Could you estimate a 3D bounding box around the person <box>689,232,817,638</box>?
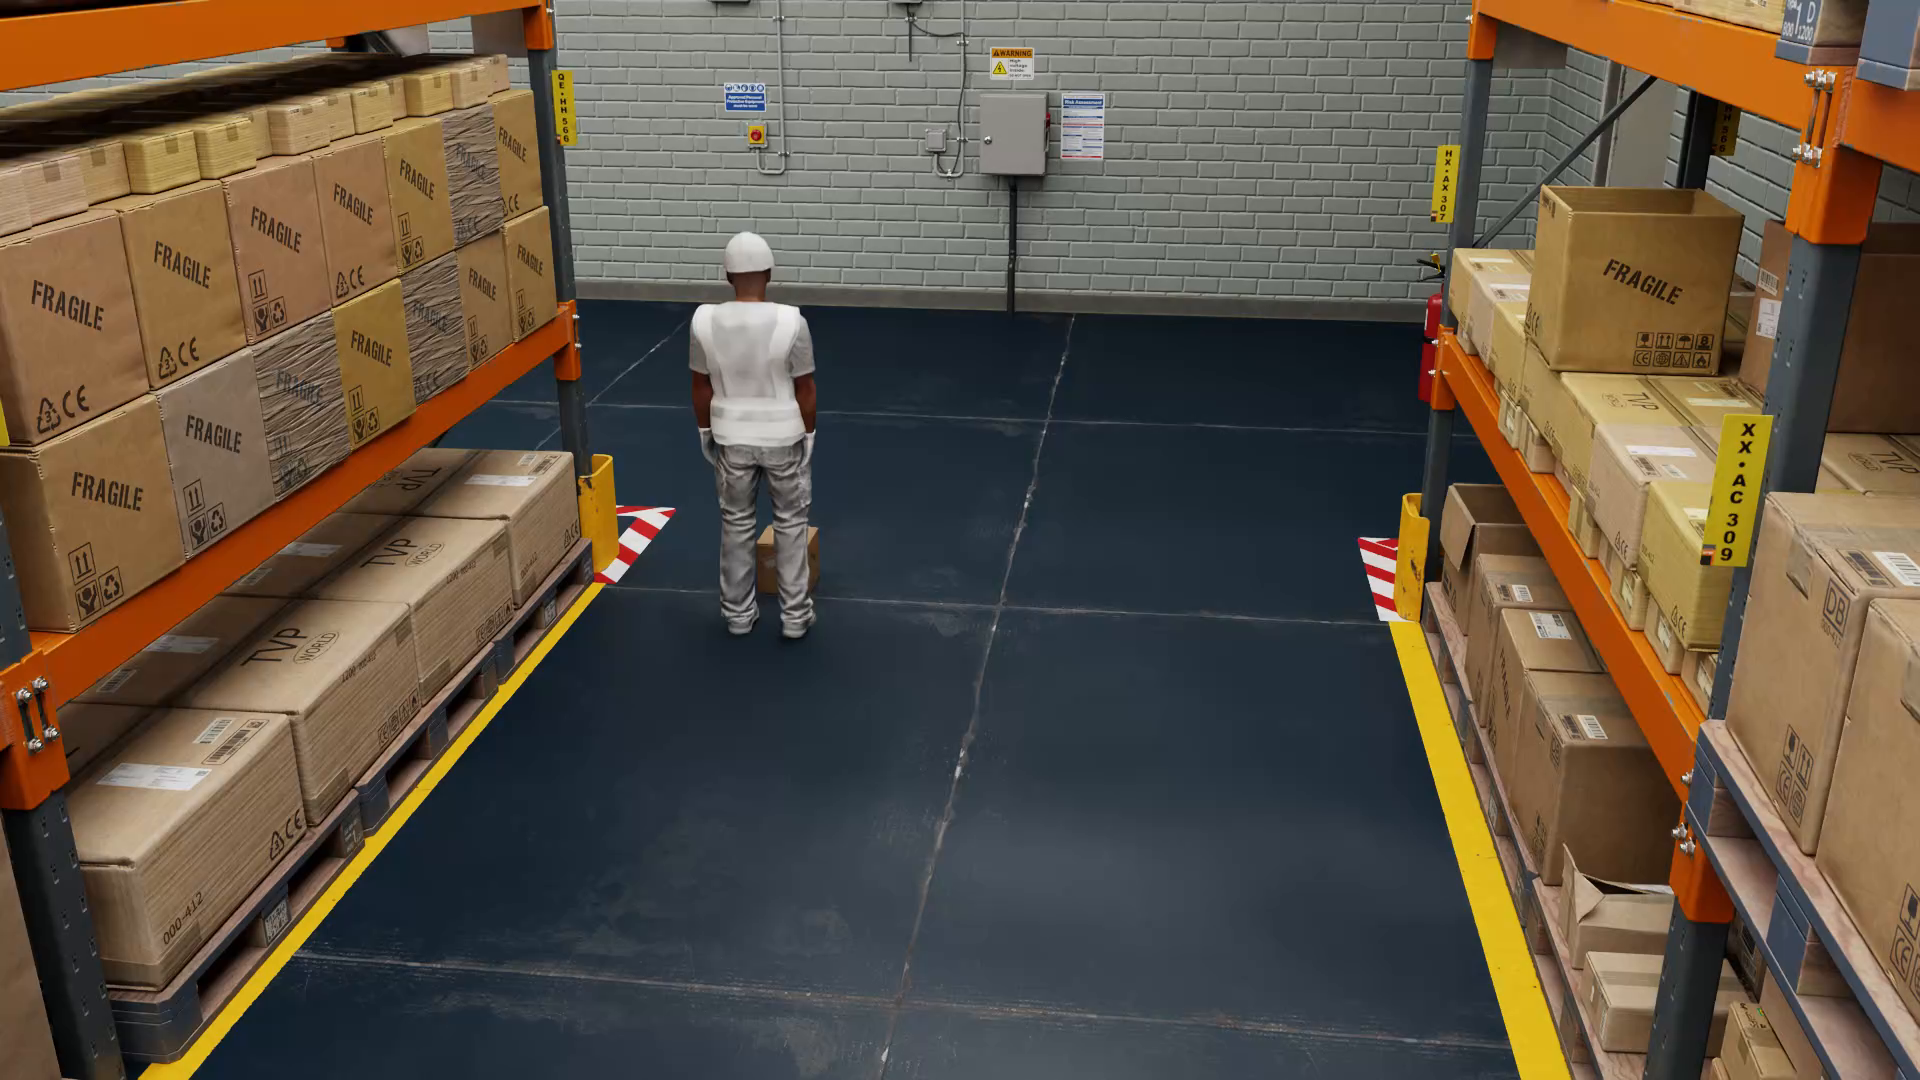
[{"bbox_3d":[-0.882,-0.441,7.217,0.547,1.785,0.351,2,21,6],"label":"person"}]
